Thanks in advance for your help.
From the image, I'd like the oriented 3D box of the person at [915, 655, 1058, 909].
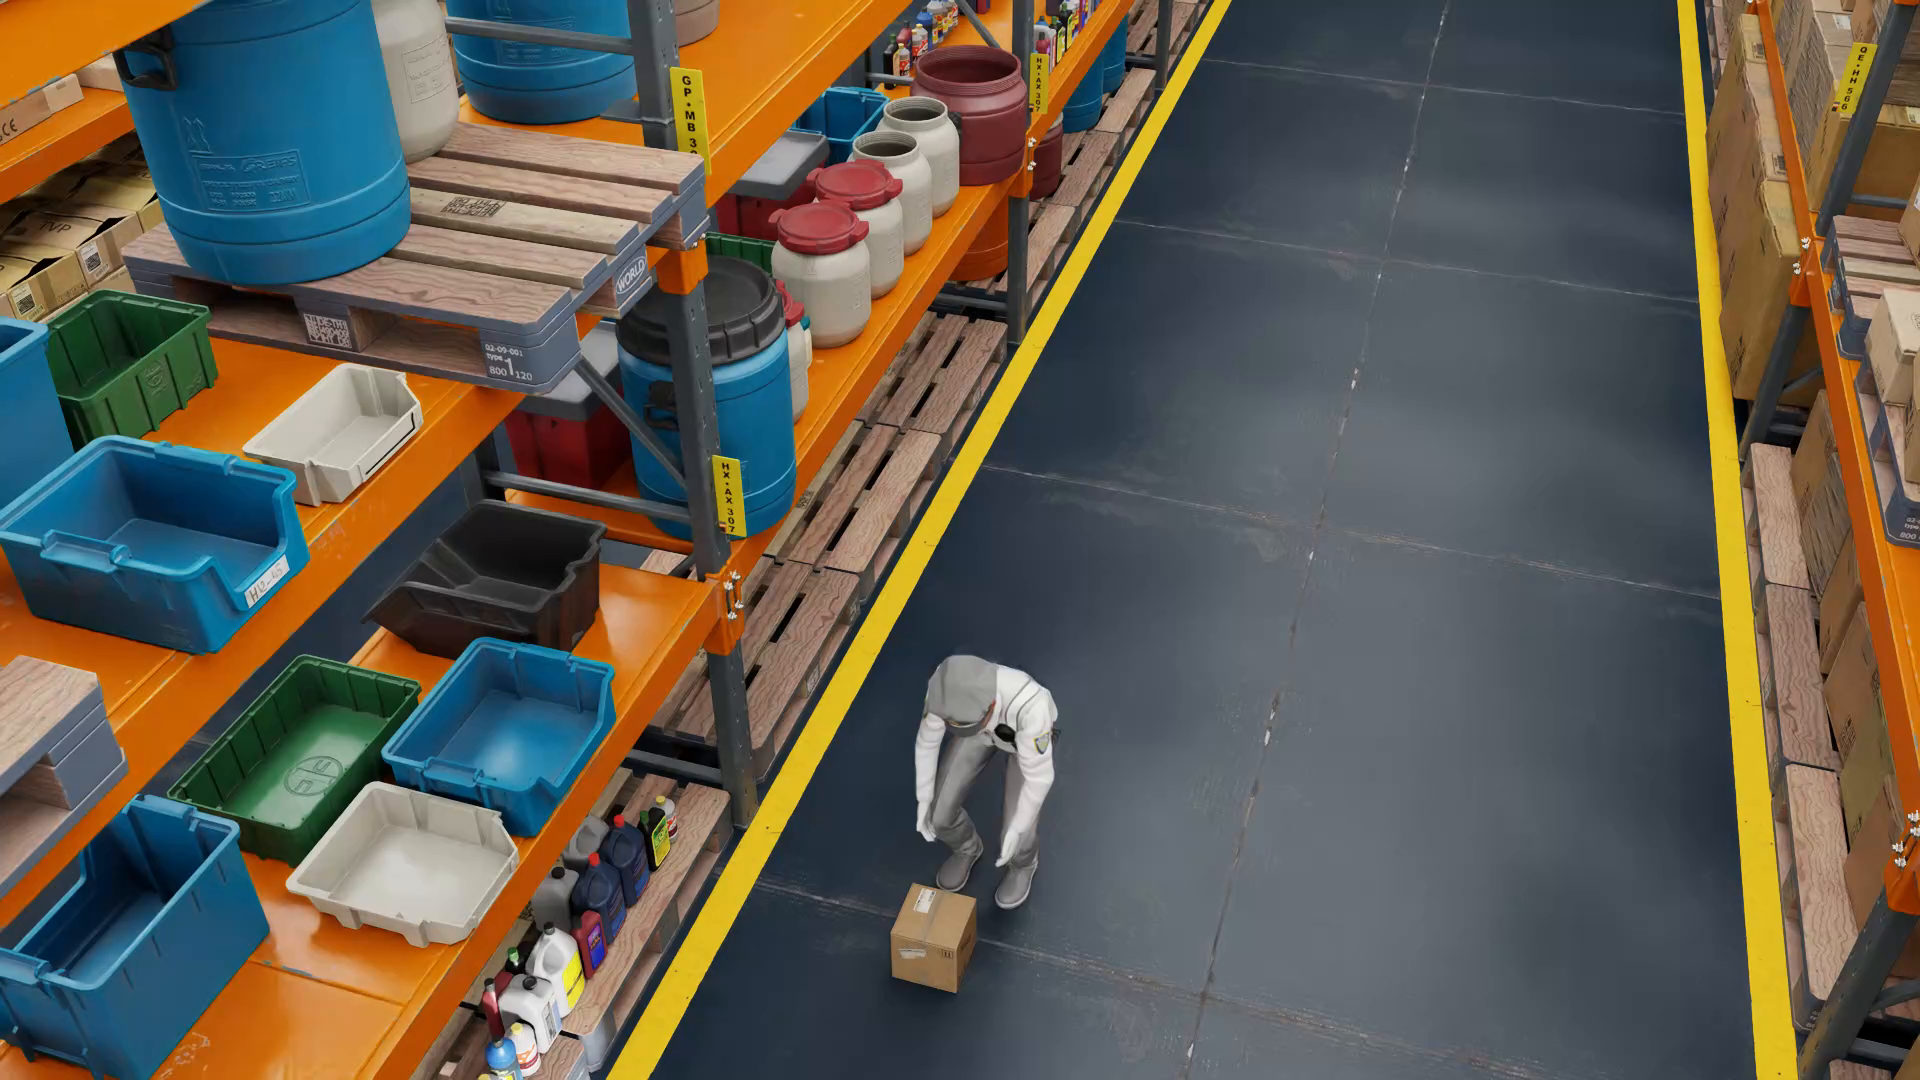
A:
[{"bbox_3d":[0.118,0.836,6.081,0.534,1.320,0.739,17,40,21],"label":"person"}]
